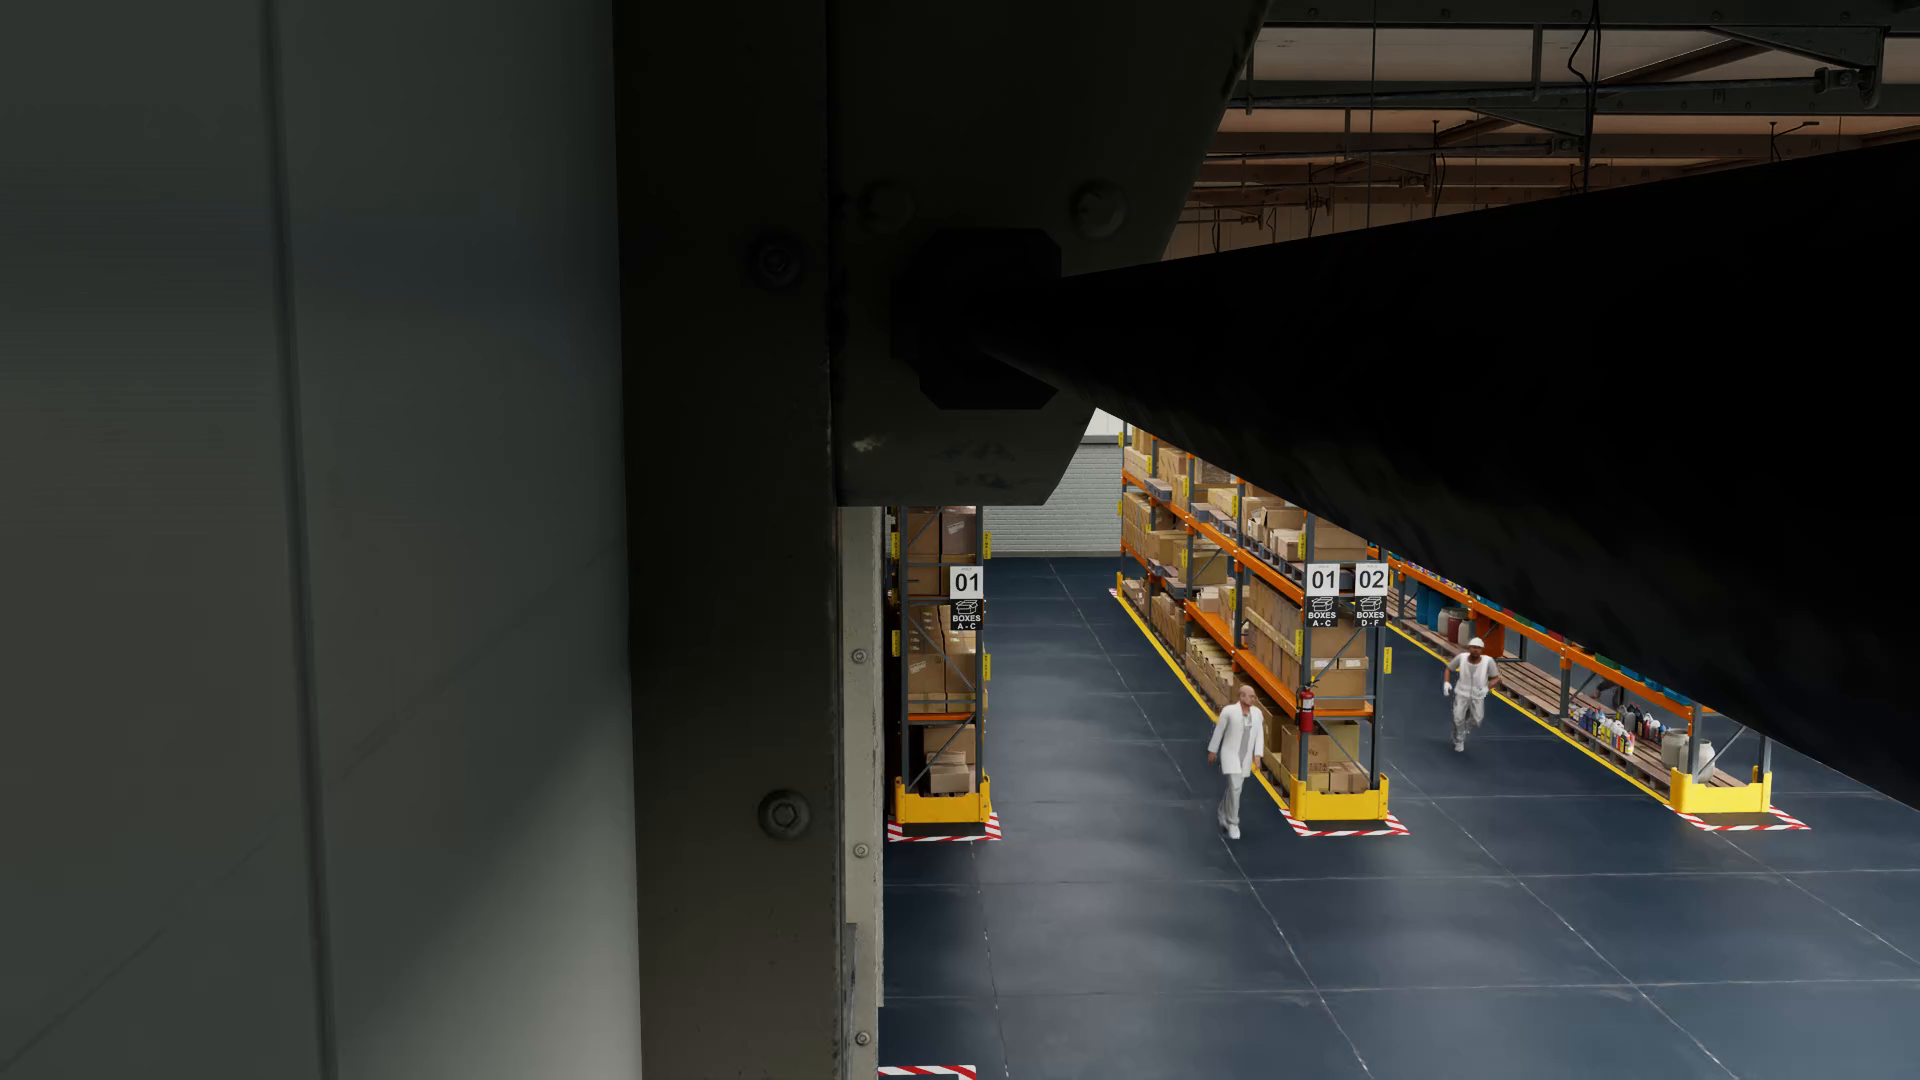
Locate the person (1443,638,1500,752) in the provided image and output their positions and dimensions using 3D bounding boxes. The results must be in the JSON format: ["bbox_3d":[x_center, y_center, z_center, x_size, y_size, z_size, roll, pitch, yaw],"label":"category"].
[{"bbox_3d":[7.266,2.202,23.669,0.776,1.683,0.507,1,8,9],"label":"person"}]

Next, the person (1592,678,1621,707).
[{"bbox_3d":[10.422,1.850,26.273,0.648,1.637,0.634,-2,8,-11],"label":"person"}]

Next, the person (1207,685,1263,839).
[{"bbox_3d":[3.383,2.653,20.144,0.626,1.801,0.701,-3,9,-21],"label":"person"}]
